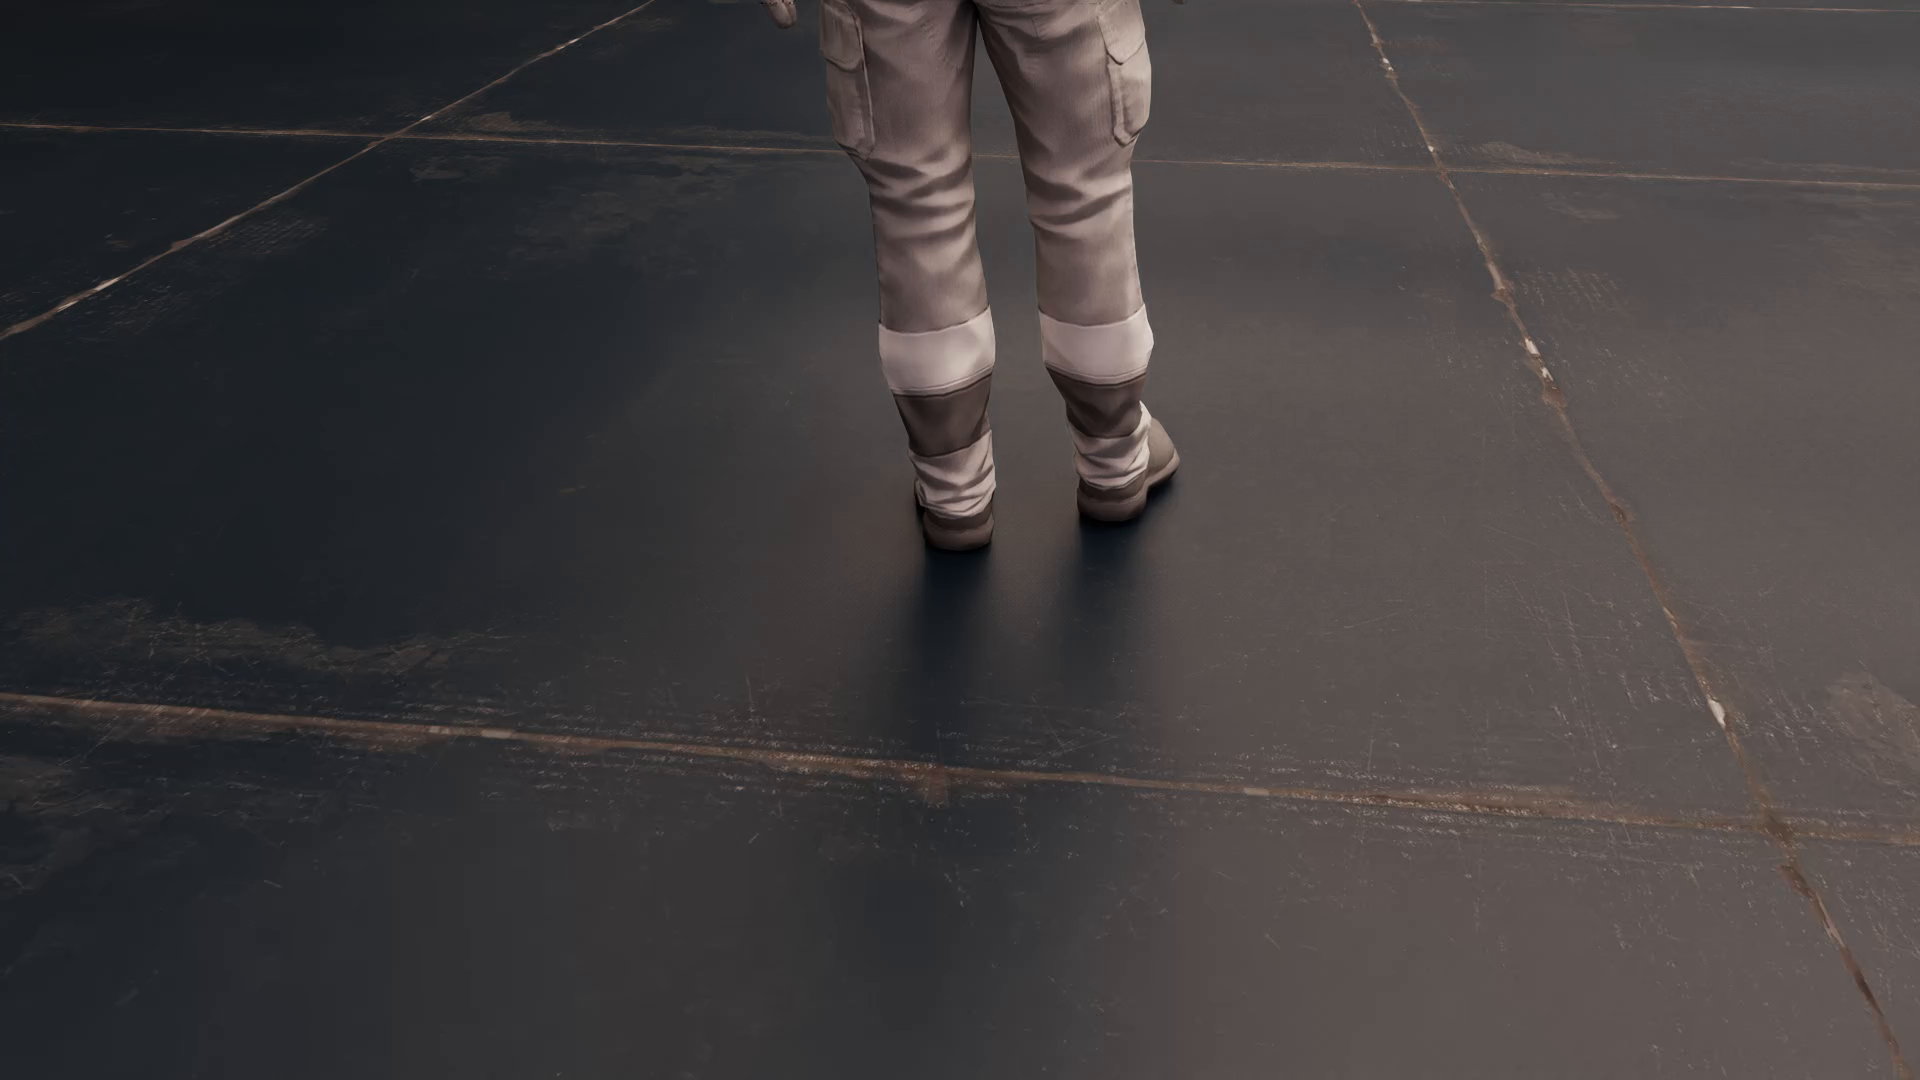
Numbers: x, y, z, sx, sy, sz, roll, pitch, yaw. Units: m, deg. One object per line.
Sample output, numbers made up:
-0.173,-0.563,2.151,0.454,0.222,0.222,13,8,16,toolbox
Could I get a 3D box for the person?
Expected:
0.021,-0.842,2.168,0.638,1.789,0.562,3,27,7,person
